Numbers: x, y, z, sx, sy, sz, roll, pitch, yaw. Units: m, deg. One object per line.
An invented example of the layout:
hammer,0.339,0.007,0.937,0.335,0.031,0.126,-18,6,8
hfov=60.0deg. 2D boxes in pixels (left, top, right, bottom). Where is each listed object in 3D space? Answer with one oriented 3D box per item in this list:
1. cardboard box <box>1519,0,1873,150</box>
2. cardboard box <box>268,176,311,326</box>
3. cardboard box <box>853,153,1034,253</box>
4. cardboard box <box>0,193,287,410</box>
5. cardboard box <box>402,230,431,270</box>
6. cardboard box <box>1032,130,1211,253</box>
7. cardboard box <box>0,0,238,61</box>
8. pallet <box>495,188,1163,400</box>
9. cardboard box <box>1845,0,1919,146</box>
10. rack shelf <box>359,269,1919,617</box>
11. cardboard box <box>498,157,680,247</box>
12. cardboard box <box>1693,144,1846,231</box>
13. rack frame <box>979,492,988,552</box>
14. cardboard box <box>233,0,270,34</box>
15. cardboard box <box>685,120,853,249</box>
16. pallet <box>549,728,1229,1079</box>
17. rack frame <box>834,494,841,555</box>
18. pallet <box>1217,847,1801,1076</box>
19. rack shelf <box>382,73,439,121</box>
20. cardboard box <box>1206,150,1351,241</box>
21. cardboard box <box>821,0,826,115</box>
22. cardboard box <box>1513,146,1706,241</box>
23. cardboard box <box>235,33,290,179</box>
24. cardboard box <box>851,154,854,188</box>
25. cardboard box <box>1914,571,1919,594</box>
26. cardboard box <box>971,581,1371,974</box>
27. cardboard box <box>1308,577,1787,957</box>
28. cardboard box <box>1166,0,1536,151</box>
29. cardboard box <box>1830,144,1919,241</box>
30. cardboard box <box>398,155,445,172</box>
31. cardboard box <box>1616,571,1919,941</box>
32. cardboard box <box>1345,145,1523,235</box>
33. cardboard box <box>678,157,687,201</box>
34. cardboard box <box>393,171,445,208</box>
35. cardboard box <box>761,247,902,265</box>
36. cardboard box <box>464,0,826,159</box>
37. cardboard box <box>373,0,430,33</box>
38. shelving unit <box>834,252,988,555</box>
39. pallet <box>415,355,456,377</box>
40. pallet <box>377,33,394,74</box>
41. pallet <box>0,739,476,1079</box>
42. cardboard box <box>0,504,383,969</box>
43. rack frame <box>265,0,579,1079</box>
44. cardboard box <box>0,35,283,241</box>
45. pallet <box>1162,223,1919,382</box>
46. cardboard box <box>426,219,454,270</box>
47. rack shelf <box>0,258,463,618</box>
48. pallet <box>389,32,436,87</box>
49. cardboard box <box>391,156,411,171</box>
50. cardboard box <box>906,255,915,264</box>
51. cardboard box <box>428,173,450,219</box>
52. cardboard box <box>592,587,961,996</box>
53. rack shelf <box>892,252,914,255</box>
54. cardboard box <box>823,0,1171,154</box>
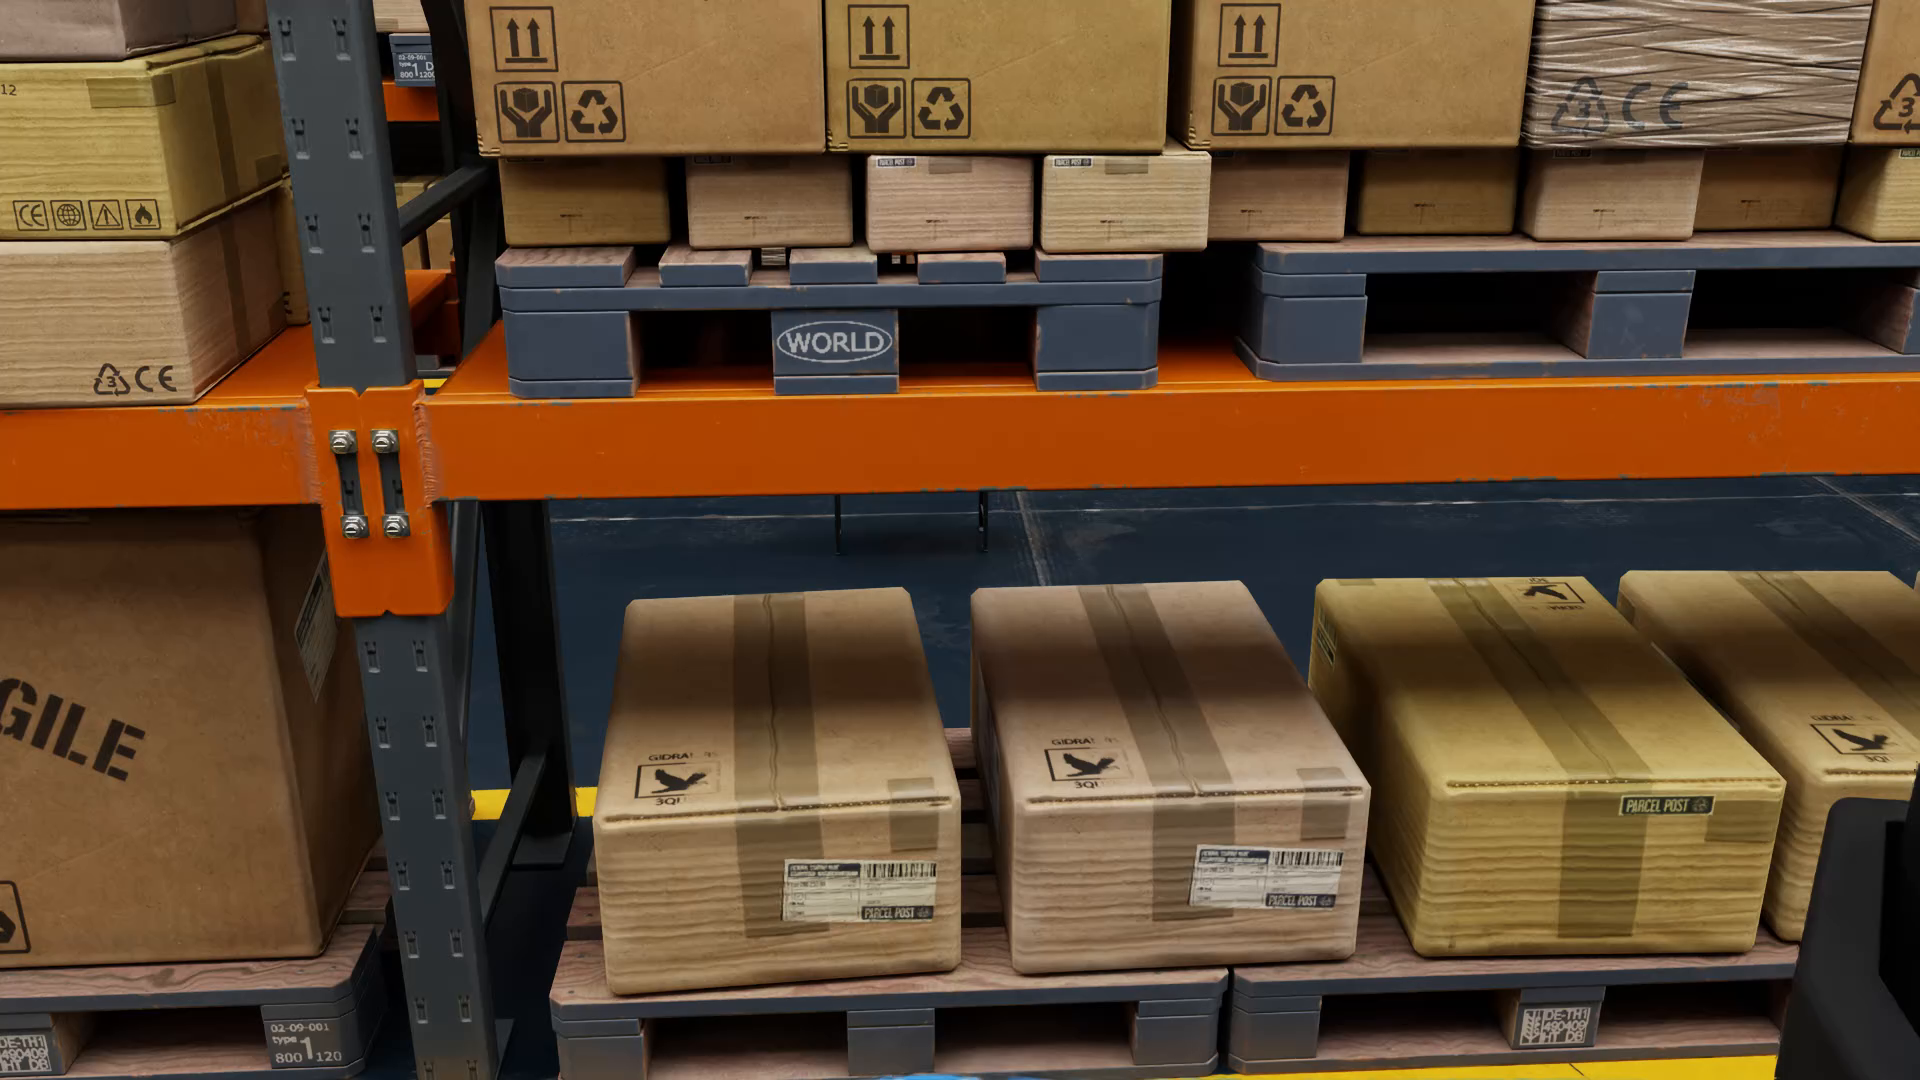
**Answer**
cardboard box,1.082,-0.913,2.655,0.500,0.500,0.500,-2,21,-5
cardboard box,-1.433,-0.580,3.139,0.500,0.250,0.500,-2,21,-4
cardboard box,-0.035,-0.573,2.673,0.250,0.149,0.380,-3,21,-7
cardboard box,-1.420,-0.398,2.661,0.500,0.250,0.500,-2,21,-5
cardboard box,-2.650,-1.259,7.635,0.500,0.500,0.500,0,21,-1
cardboard box,0.241,-0.571,2.669,0.250,0.149,0.380,-1,21,-3
cardboard box,-1.431,-0.981,2.437,0.500,0.500,0.500,-2,21,-5
pallet,-0.225,-0.533,3.075,1.003,0.211,1.213,-1,21,-3
cardboard box,1.605,-0.924,2.684,0.500,0.500,0.500,0,21,-1
rack shelf,1.067,-0.275,3.139,4.000,0.370,1.077,-1,21,-3
cardboard box,-0.595,-0.590,2.718,0.250,0.149,0.380,-2,21,-6
cardboard box,1.277,-0.638,2.843,0.250,0.149,0.380,-2,21,-5
rack frame,0.078,-0.562,5.412,0.015,1.200,0.240,-1,21,-3
cardboard box,-1.436,-1.161,2.910,0.500,0.500,0.500,-2,21,-5
cardboard box,-0.311,-0.584,2.702,0.250,0.149,0.380,-2,21,-6
pallet,-0.150,0.717,3.440,1.213,0.211,1.003,-1,21,-3
rack frame,-0.409,-0.552,5.386,0.015,1.200,0.240,-1,21,-3
pallet,1.065,0.694,3.503,1.213,0.211,1.003,-1,21,-3
rack shelf,-3.214,-1.957,7.556,4.000,0.370,1.077,-1,21,-3
cardboard box,0.477,-0.604,2.754,0.250,0.149,0.380,0,21,0
cardboard box,-0.492,-1.061,3.042,0.500,0.500,0.500,-2,21,-5
cardboard box,1.021,-0.606,2.759,0.250,0.149,0.380,-1,21,-1
cardboard box,-1.450,-0.812,3.045,0.500,0.250,0.500,-1,21,-3
cardboard box,-0.104,-0.792,3.248,0.250,0.149,0.380,-1,21,-4
cardboard box,2.540,0.392,3.480,0.625,0.372,0.950,-1,21,-2
cardboard box,0.371,0.435,3.364,0.625,0.372,0.950,-2,21,-4
cardboard box,1.128,0.422,3.400,0.625,0.372,0.950,0,21,-1
cardboard box,0.582,-0.906,2.636,0.500,0.500,0.500,-1,21,-2
cardboard box,1.546,-0.607,2.761,0.250,0.149,0.380,-1,21,-3
cardboard box,-2.543,-1.763,8.048,0.250,0.149,0.380,-2,21,-6
cardboard box,1.822,0.407,3.438,0.625,0.372,0.950,0,21,0
cardboard box,0.757,-0.623,2.806,0.250,0.149,0.380,0,21,-1
cardboard box,-0.616,-0.740,3.111,0.250,0.149,0.380,0,21,-1
cardboard box,-2.498,-1.570,7.539,0.250,0.149,0.380,-1,21,-1
cardboard box,-0.594,-1.428,7.903,0.625,0.625,0.875,-1,21,-1
cardboard box,-0.468,-0.880,2.567,0.500,0.500,0.500,-2,21,-5
cardboard box,-2.252,-2.324,7.129,0.500,0.250,0.500,-2,21,-6
shelving unit,-0.165,-0.557,5.399,0.503,1.200,0.258,-1,21,-3
pallet,-1.965,-1.029,8.027,1.213,0.211,1.003,-1,21,-3
pallet,-3.158,-2.203,7.461,1.213,0.211,1.003,-1,21,-3
pallet,-1.722,0.722,3.428,1.213,0.211,1.003,-1,21,-3
cardboard box,-1.624,0.211,3.248,0.875,0.875,0.875,-1,21,-4
rack frame,-0.930,-0.571,2.904,0.127,3.000,1.000,-1,21,-3
cardboard box,-1.399,-0.634,2.579,0.500,0.250,0.500,-1,21,-3
pallet,1.044,-0.536,3.082,1.213,0.211,1.003,-1,21,-3
cardboard box,-2.127,-1.270,7.665,0.500,0.500,0.500,-1,21,-4
rack shelf,-2.927,-0.194,2.925,4.000,0.370,1.077,-1,21,-3
pallet,-1.890,-2.205,7.468,1.003,0.211,1.213,-1,21,-3
cardboard box,-2.801,-1.741,7.988,0.250,0.149,0.380,-2,21,-4
cardboard box,0.058,-1.444,7.946,0.625,0.625,0.875,0,21,-1
cardboard box,-2.232,-1.559,7.511,0.250,0.149,0.380,-2,21,-5
cardboard box,-0.365,0.453,3.318,0.625,0.372,0.950,-3,21,-7
rack shelf,-0.165,-0.925,5.259,0.480,0.148,0.258,-1,21,-3
cardboard box,0.052,-0.893,2.601,0.500,0.500,0.500,0,21,0
